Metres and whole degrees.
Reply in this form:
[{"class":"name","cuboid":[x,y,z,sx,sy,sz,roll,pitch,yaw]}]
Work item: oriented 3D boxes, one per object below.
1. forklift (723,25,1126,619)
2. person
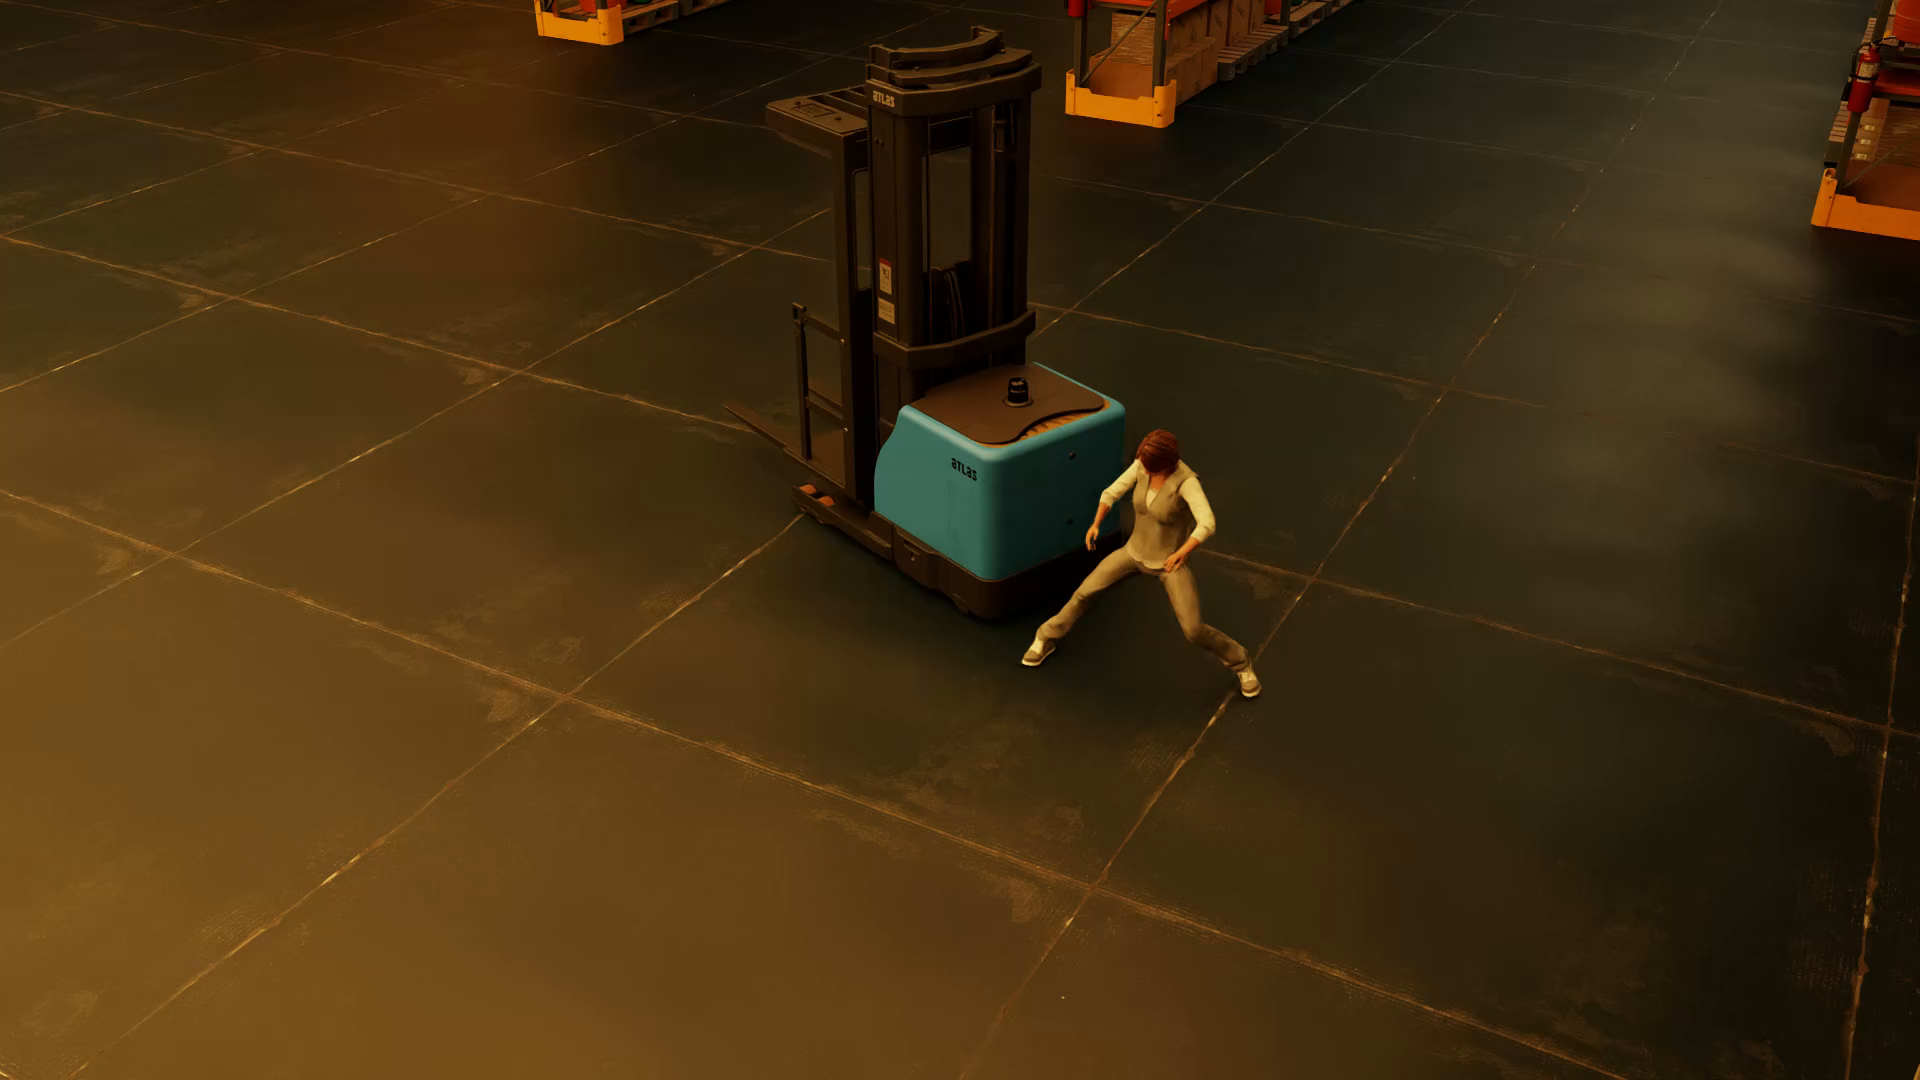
[{"class":"forklift","cuboid":[-0.382,-1.507,9.682,1.130,2.935,3.031,-22,37,-33]},{"class":"person","cuboid":[0.958,0.112,8.401,0.778,1.405,1.132,-26,39,-38]}]
